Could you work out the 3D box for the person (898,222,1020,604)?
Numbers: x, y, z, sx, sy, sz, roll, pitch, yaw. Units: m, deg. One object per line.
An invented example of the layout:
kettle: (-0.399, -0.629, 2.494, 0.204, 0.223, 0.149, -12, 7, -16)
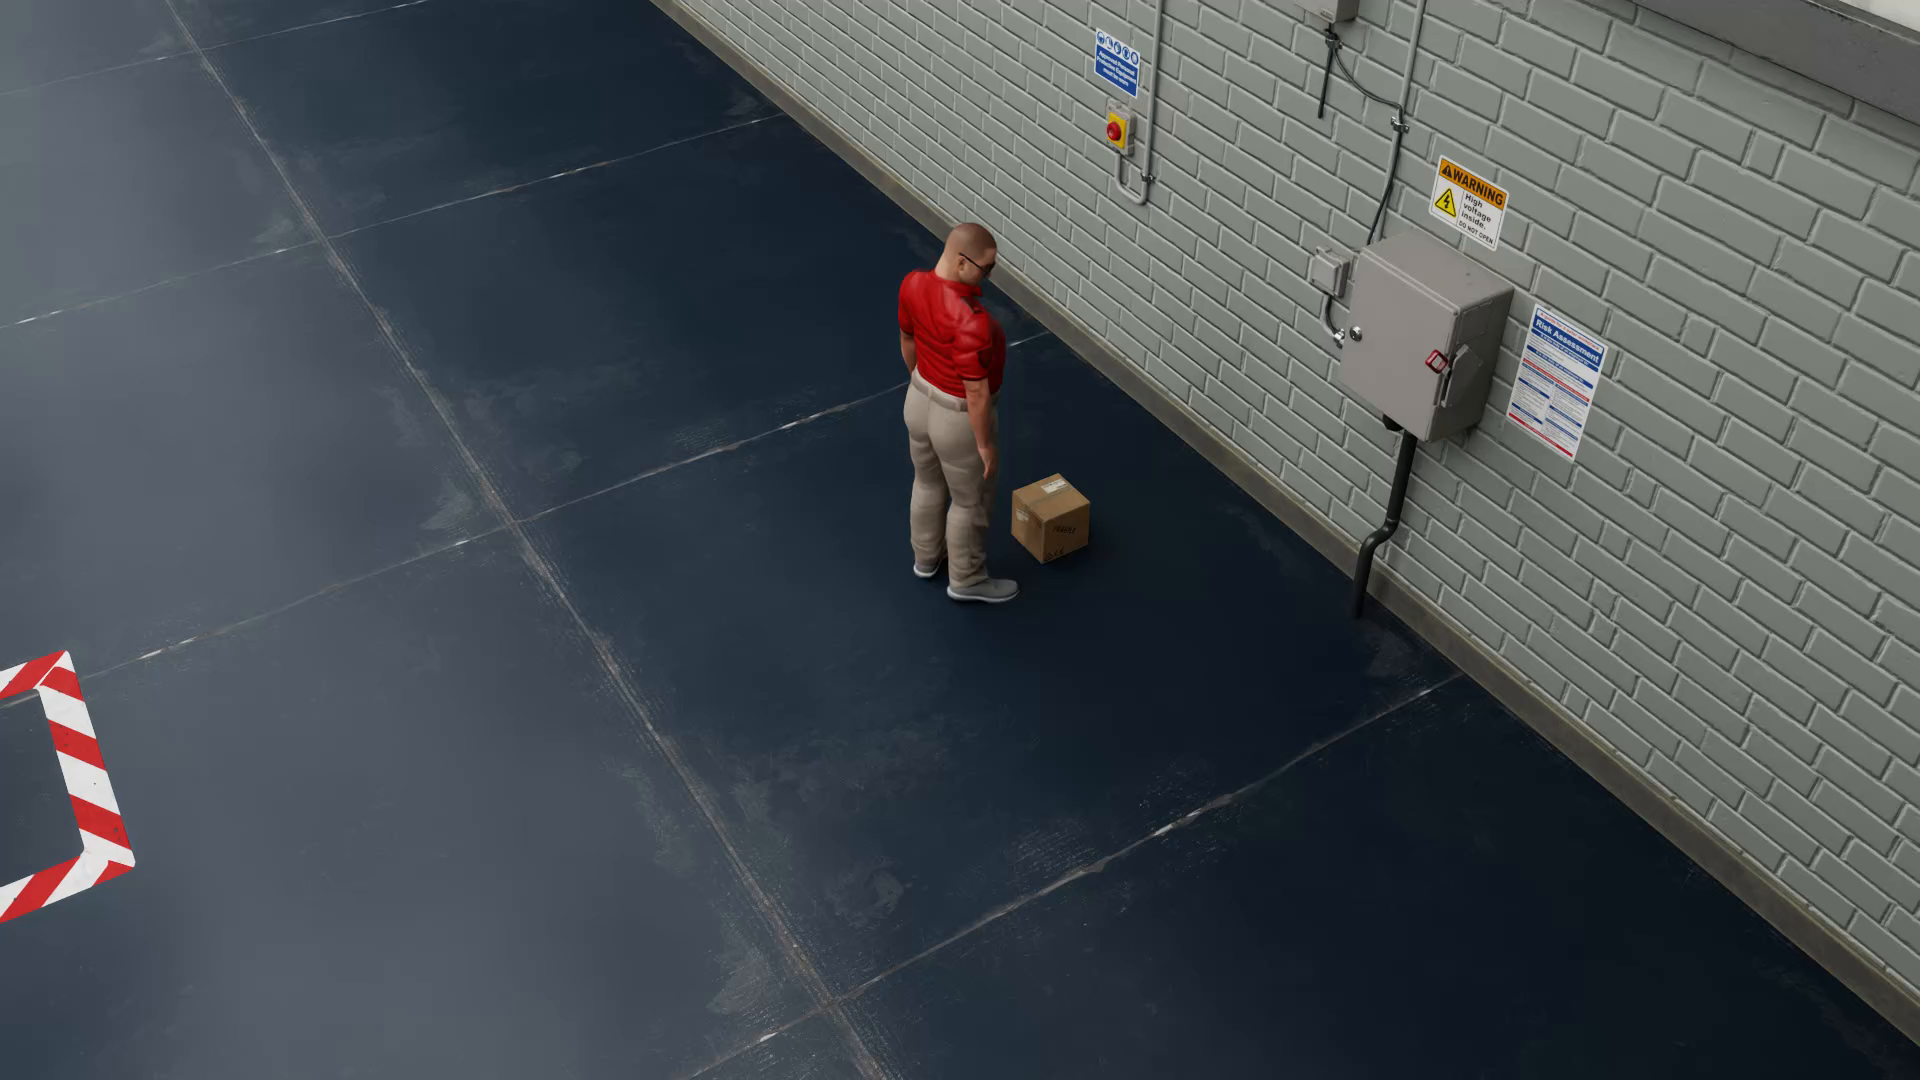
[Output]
person: (-0.037, -0.472, 6.786, 0.364, 1.680, 0.630, -30, 49, -30)
